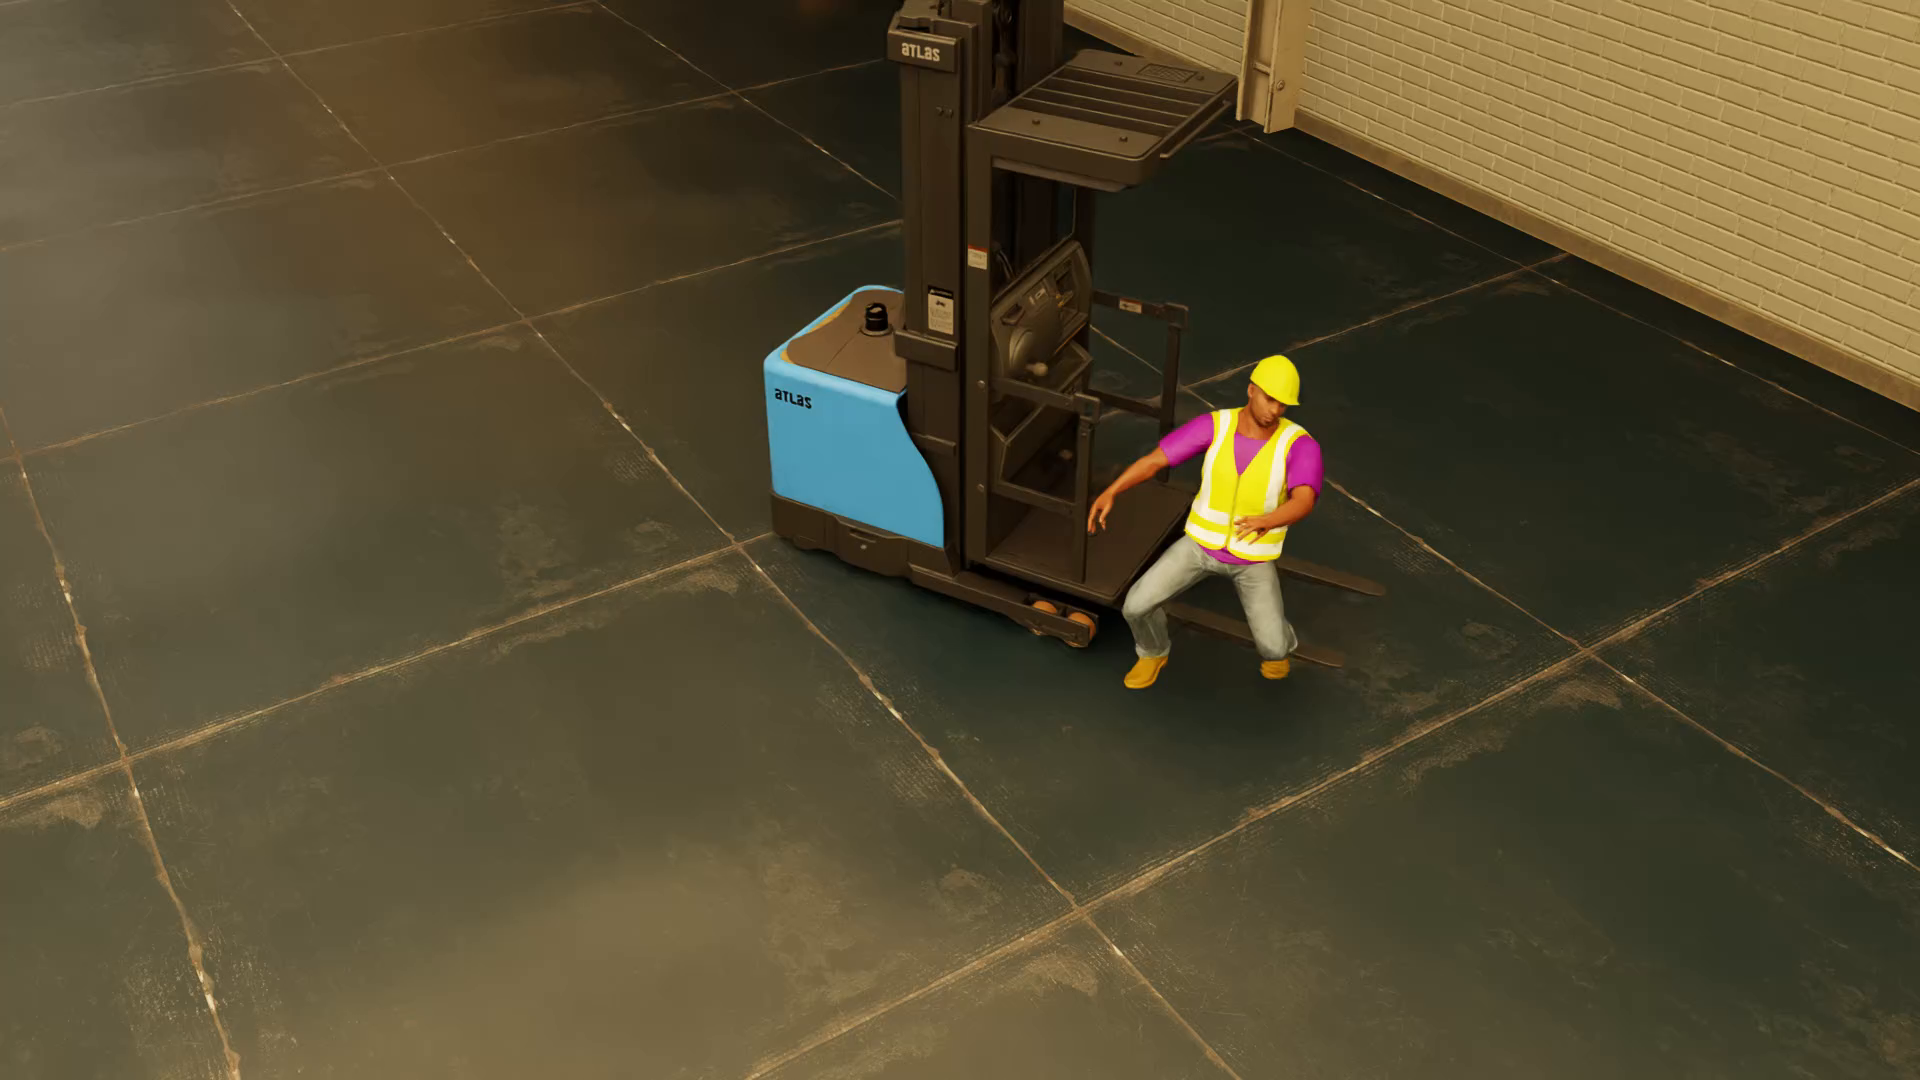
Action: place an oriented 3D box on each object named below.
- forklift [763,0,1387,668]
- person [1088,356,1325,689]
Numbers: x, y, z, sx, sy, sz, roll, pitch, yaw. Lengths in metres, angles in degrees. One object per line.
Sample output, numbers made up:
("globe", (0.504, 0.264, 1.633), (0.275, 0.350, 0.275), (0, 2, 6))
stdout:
("forklift", (0.561, -1.034, 7.619), (3.031, 2.935, 1.130), (18, 39, 23))
("person", (1.035, 0.010, 7.160), (0.932, 1.556, 0.804), (12, 37, 16))
